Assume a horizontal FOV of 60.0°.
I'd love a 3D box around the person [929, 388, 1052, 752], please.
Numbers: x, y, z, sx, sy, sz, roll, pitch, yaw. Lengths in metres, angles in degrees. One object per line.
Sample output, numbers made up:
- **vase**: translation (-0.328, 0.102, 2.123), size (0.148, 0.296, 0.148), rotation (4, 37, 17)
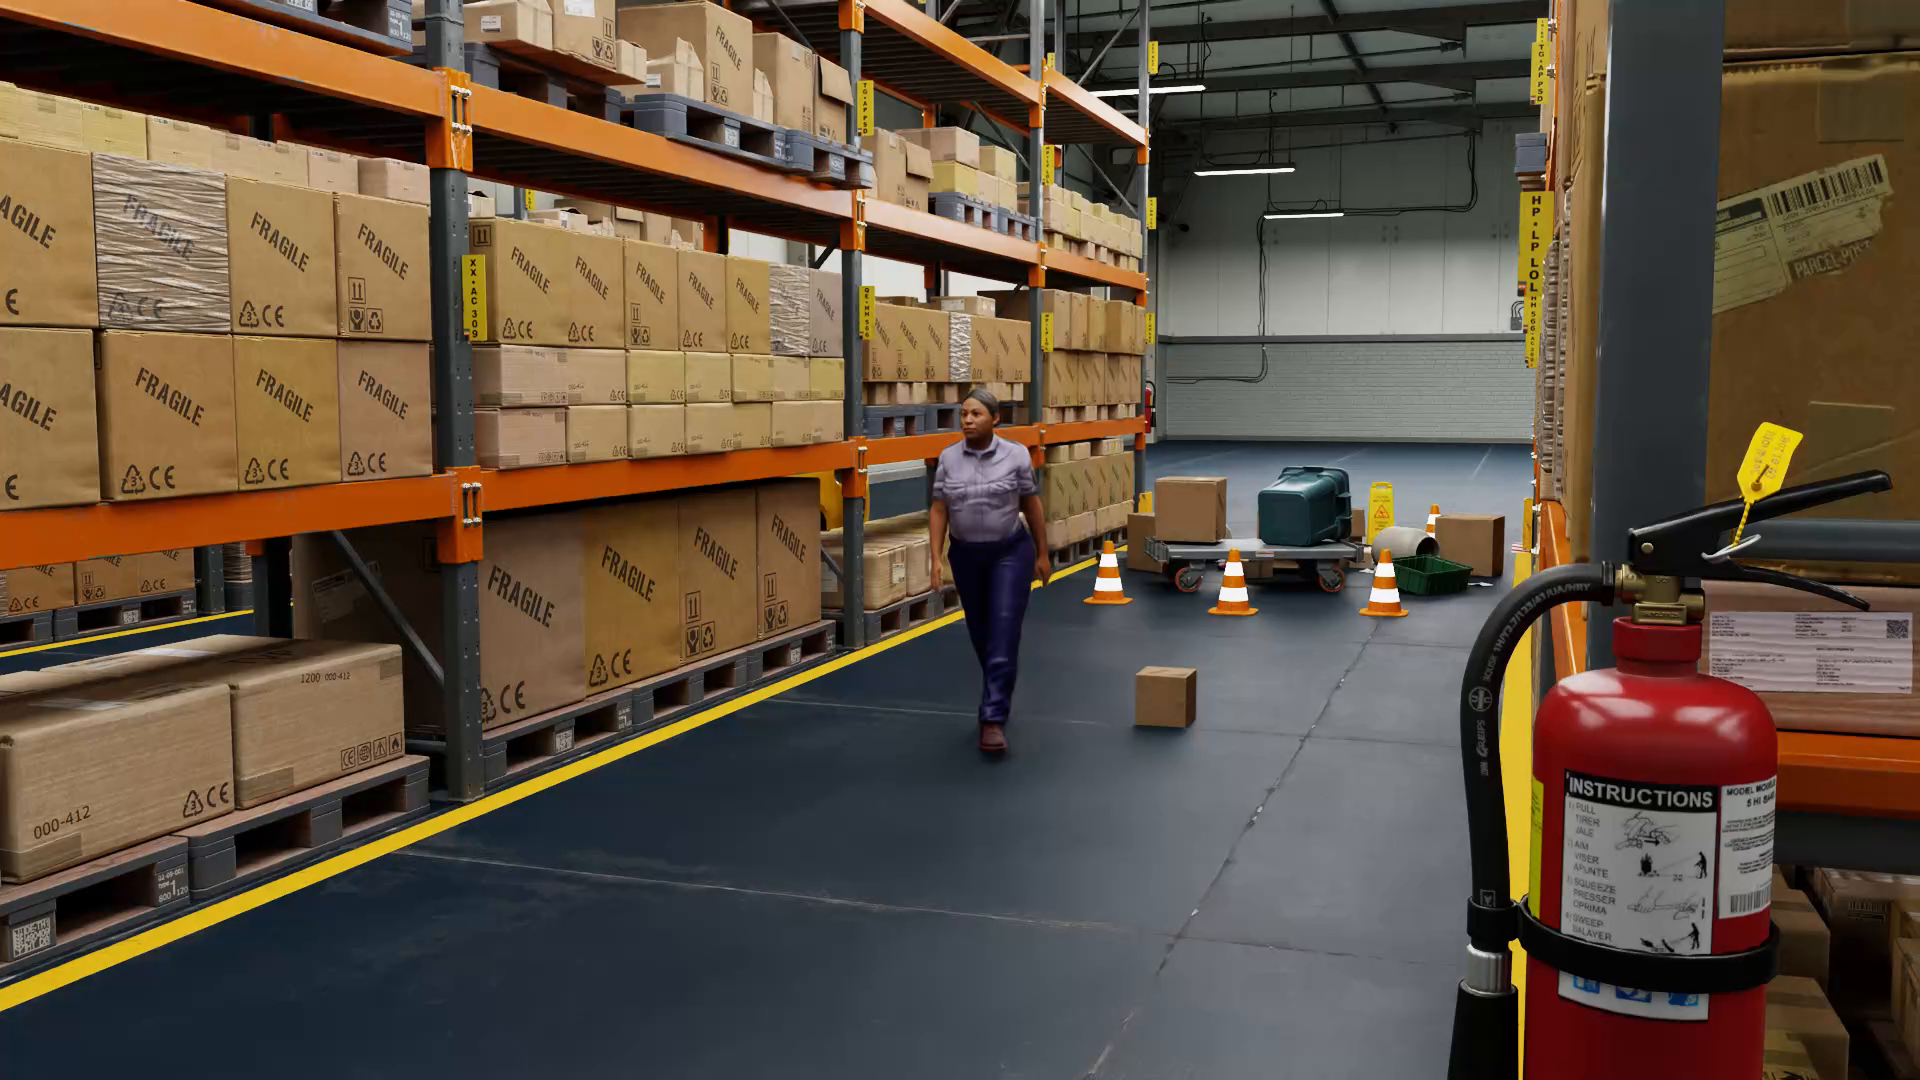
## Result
- **person**: translation (0.109, 0.100, 7.669), size (0.510, 1.591, 0.945), rotation (2, 6, 21)
